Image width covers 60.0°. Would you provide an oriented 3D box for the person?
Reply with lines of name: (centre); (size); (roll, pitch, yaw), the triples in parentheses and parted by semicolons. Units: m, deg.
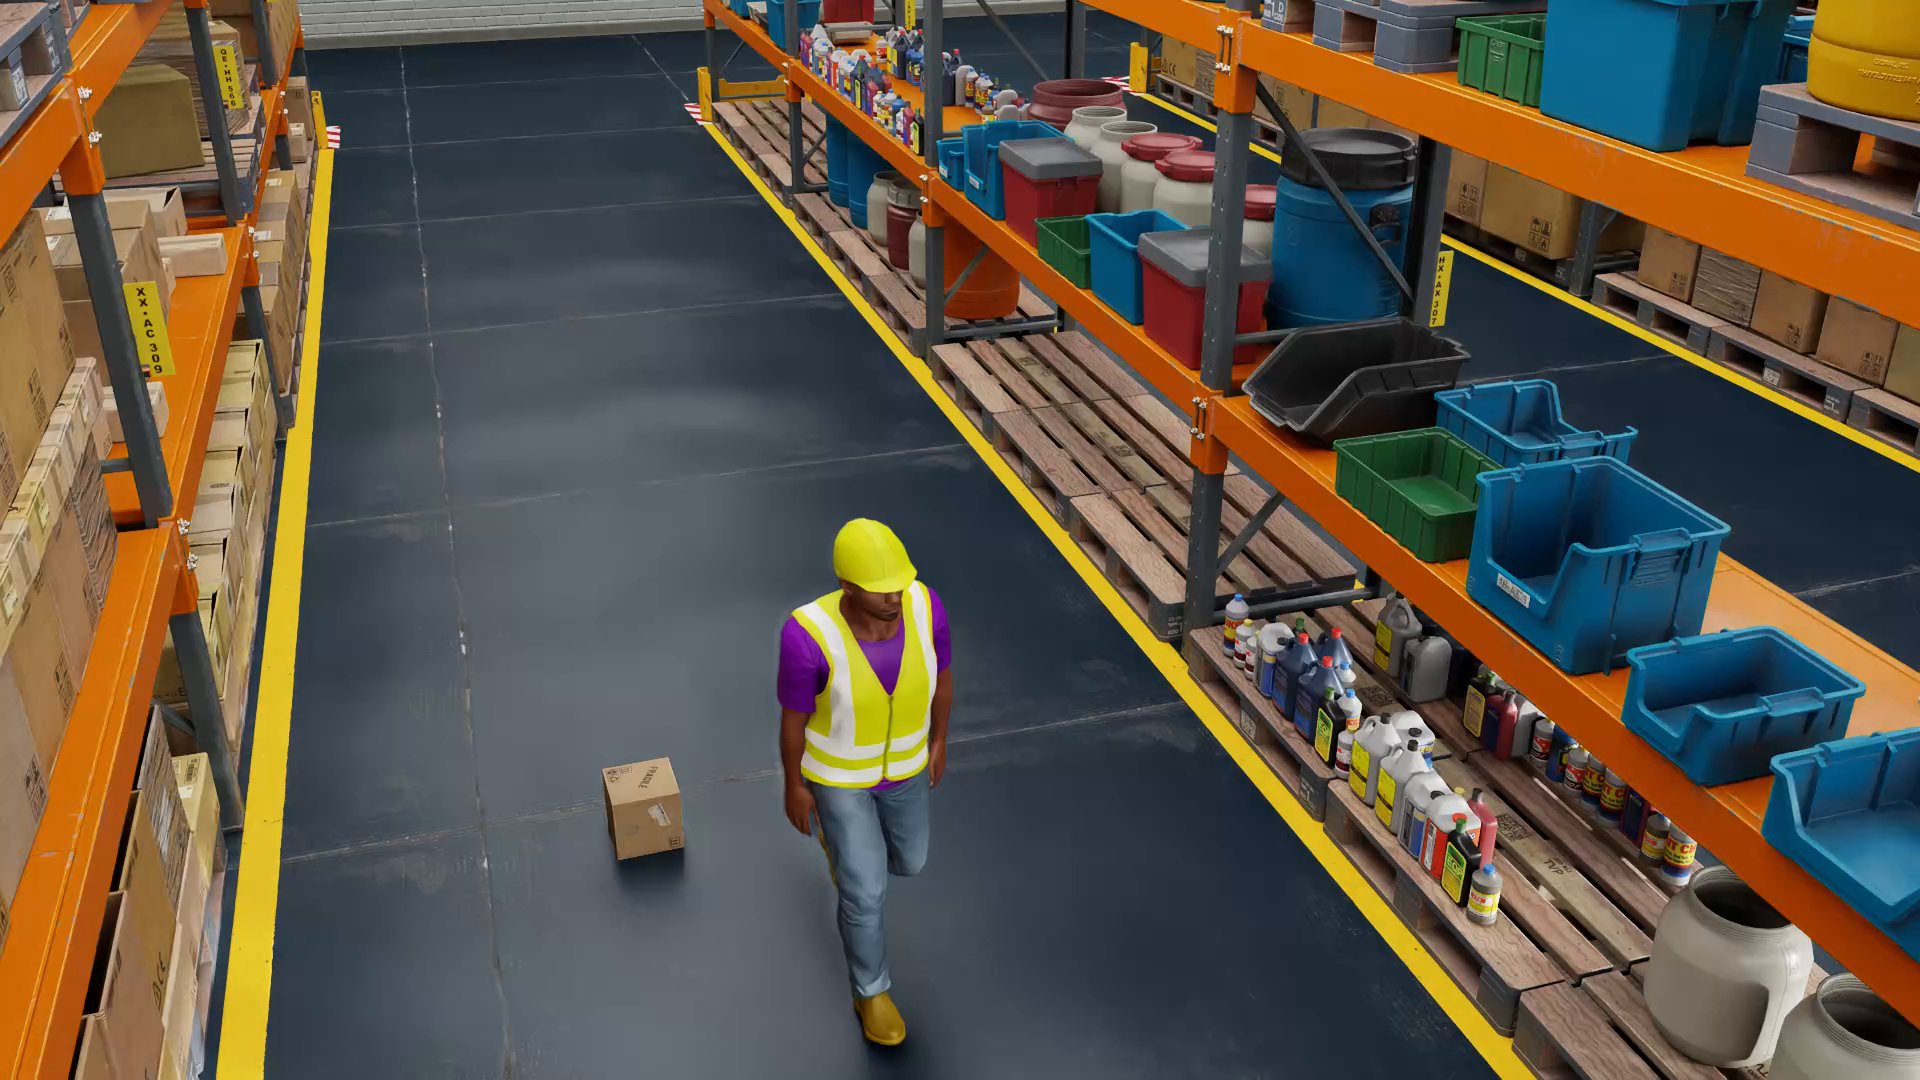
person: (-0.312, 0.661, 5.236); (0.577, 1.741, 0.838); (-14, 30, -27)
